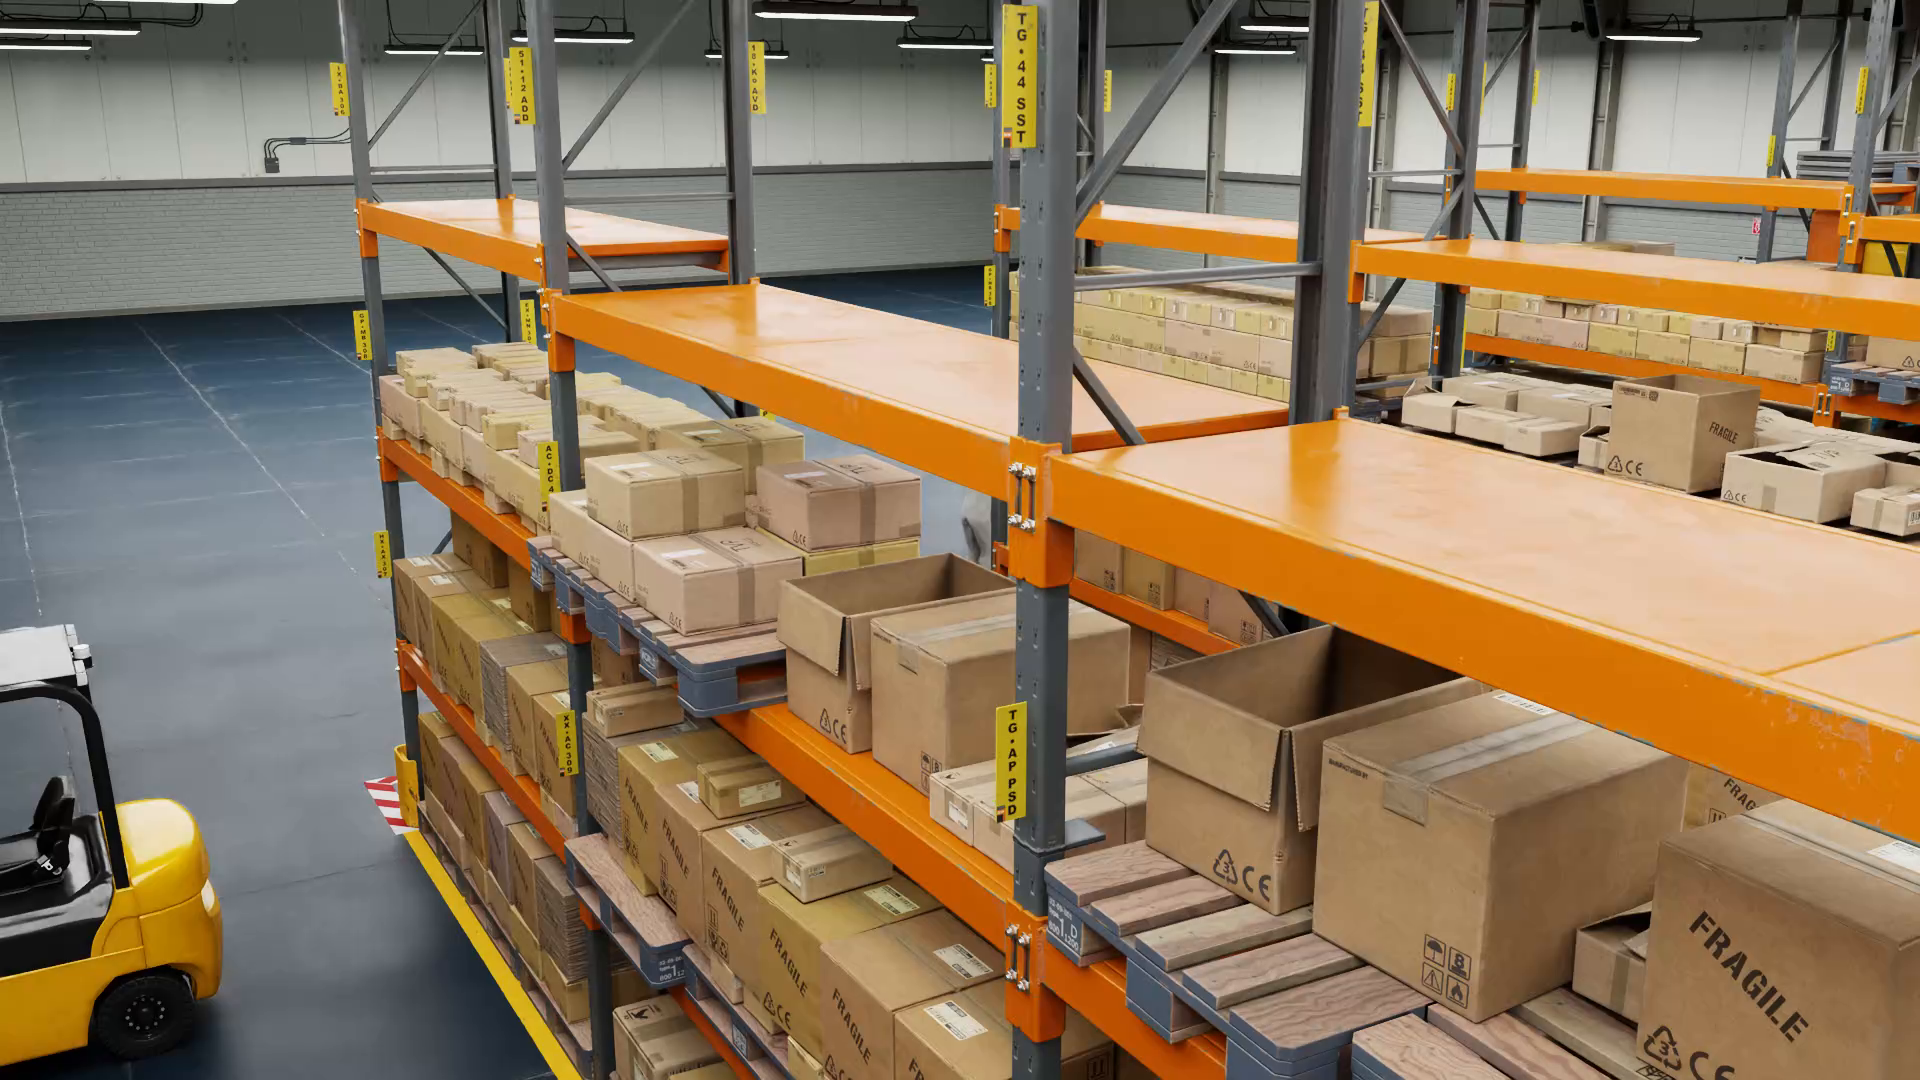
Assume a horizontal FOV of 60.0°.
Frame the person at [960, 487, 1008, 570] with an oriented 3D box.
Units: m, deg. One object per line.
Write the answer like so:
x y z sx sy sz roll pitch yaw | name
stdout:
0.259 -0.217 16.867 0.510 1.664 0.410 -9 17 -31 | person
